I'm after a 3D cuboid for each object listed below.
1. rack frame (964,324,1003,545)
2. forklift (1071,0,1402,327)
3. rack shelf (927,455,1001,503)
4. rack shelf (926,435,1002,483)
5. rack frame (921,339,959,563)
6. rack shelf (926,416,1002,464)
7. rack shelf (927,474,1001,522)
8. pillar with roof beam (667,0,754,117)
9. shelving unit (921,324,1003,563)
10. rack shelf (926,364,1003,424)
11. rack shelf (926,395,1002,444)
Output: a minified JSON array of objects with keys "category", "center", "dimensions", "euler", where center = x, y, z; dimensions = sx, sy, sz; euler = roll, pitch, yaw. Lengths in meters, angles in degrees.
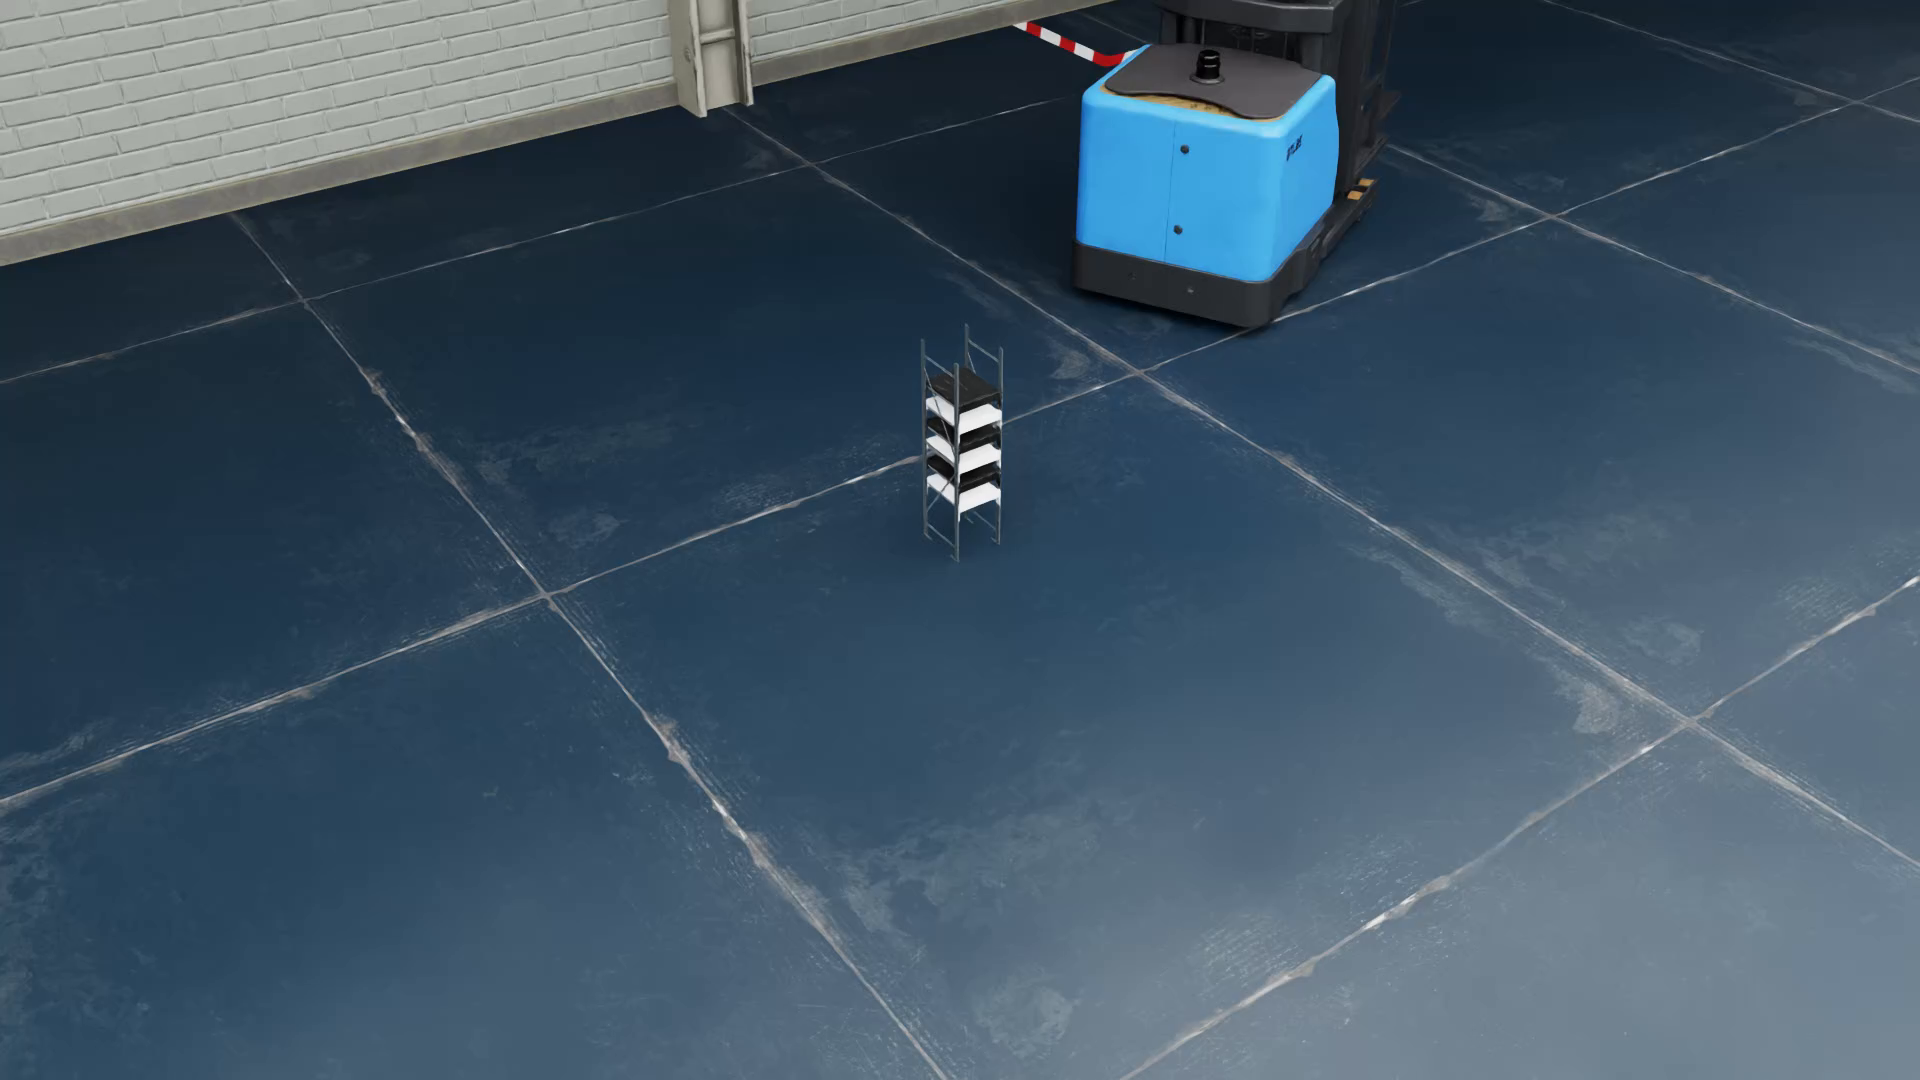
[{"category":"rack frame","center":[0.090,-0.402,6.539],"dimensions":[0.006,0.900,0.240],"euler":[-22,41,-28]},{"category":"forklift","center":[1.698,-3.064,8.500],"dimensions":[1.130,2.935,3.031],"euler":[17,39,22]},{"category":"rack shelf","center":[0.007,-0.268,6.563],"dimensions":[0.200,0.077,0.258],"euler":[-22,41,-28]},{"category":"rack shelf","center":[0.007,-0.341,6.511],"dimensions":[0.200,0.077,0.258],"euler":[-22,41,-28]},{"category":"rack frame","center":[-0.076,-0.334,6.443],"dimensions":[0.006,0.900,0.240],"euler":[-22,41,-28]},{"category":"rack shelf","center":[0.007,-0.414,6.458],"dimensions":[0.200,0.077,0.258],"euler":[-22,41,-28]},{"category":"rack shelf","center":[0.007,-0.195,6.616],"dimensions":[0.200,0.077,0.258],"euler":[-22,41,-28]},{"category":"pillar with roof beam","center":[0.918,-4.389,5.145],"dimensions":[0.400,9.000,9.100],"euler":[-22,41,-28]},{"category":"shelving unit","center":[0.007,-0.368,6.491],"dimensions":[0.210,0.900,0.258],"euler":[-22,41,-28]},{"category":"rack shelf","center":[0.007,-0.560,6.353],"dimensions":[0.200,0.077,0.258],"euler":[-22,41,-28]},{"category":"rack shelf","center":[0.007,-0.487,6.405],"dimensions":[0.200,0.077,0.258],"euler":[-22,41,-28]}]
